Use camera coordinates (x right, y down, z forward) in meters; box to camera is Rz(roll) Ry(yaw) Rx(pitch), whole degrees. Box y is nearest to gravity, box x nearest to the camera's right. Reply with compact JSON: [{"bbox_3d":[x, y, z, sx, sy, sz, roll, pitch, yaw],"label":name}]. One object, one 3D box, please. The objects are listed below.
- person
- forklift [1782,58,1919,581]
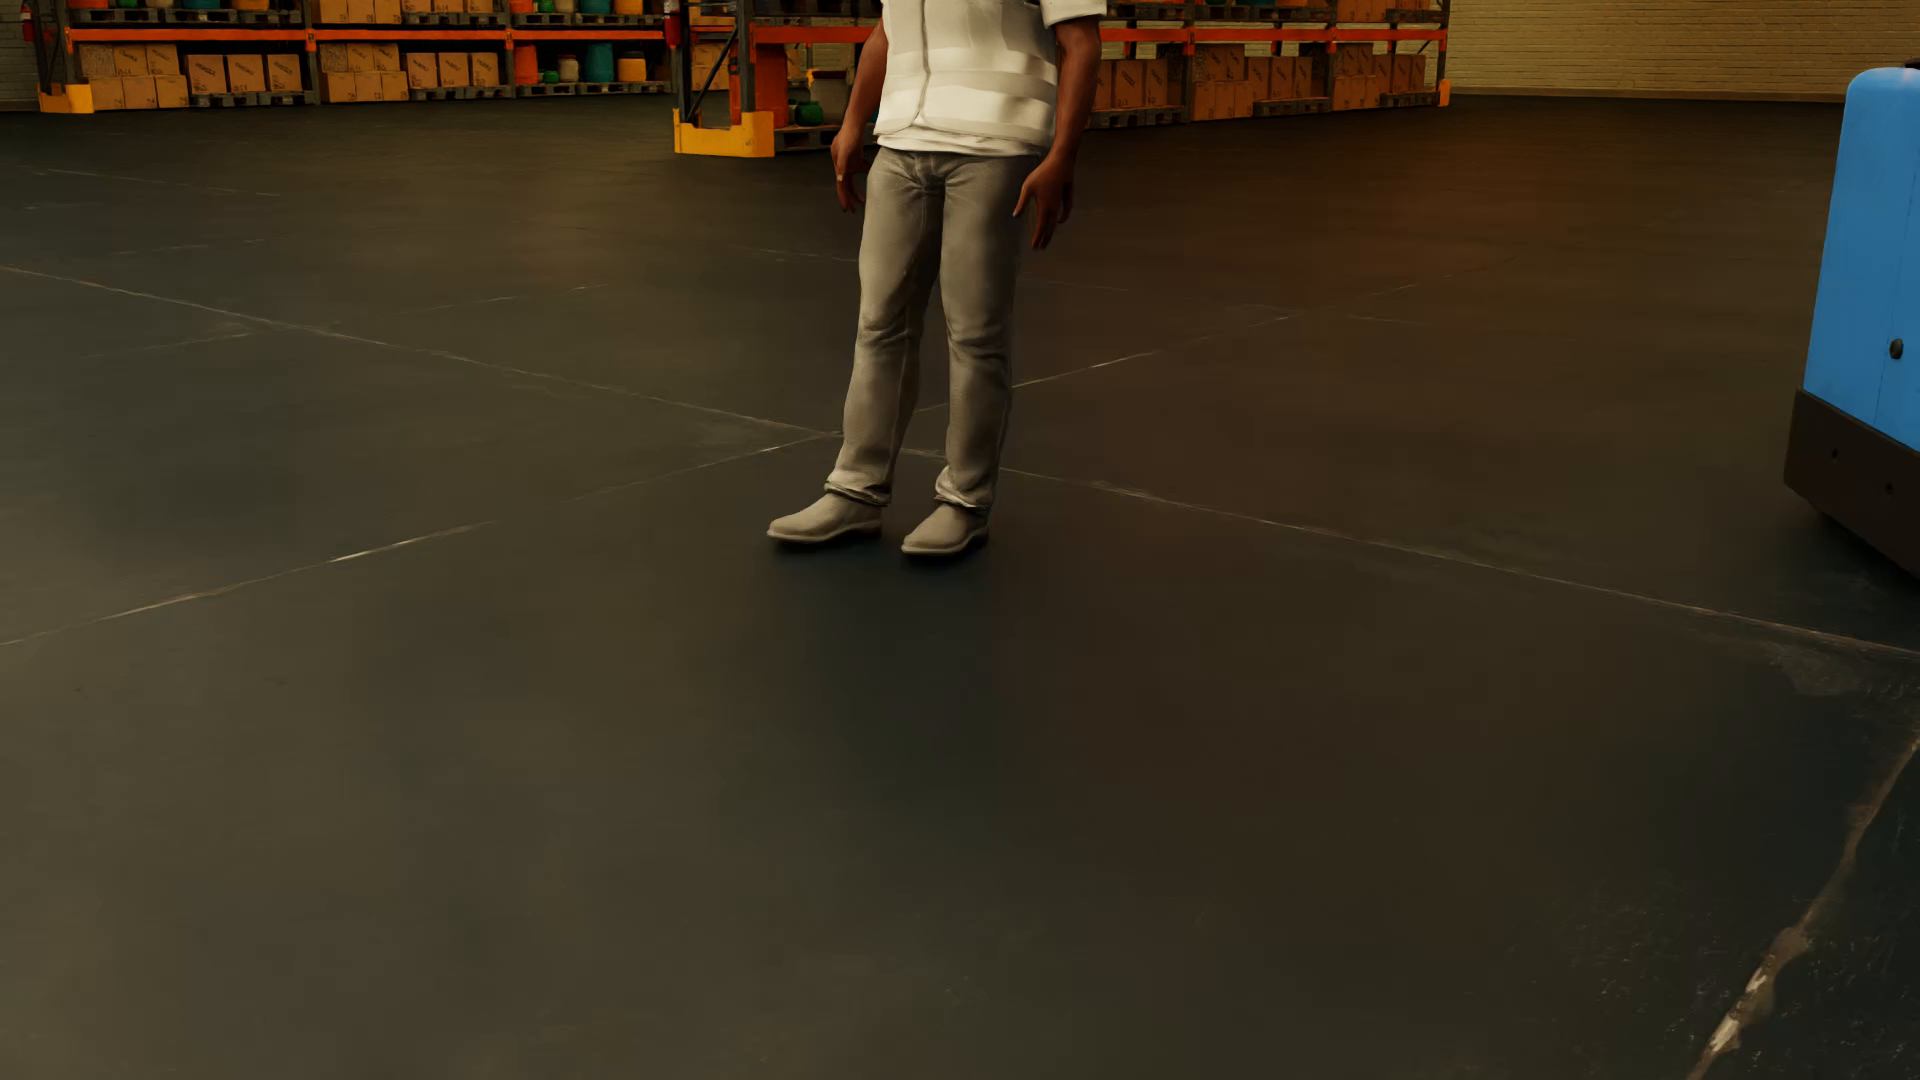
[{"bbox_3d":[-0.049,-0.837,3.634,0.666,1.768,0.575,13,21,37],"label":"person"},{"bbox_3d":[3.516,-1.301,3.182,3.031,2.935,1.130,2,17,6],"label":"forklift"}]
